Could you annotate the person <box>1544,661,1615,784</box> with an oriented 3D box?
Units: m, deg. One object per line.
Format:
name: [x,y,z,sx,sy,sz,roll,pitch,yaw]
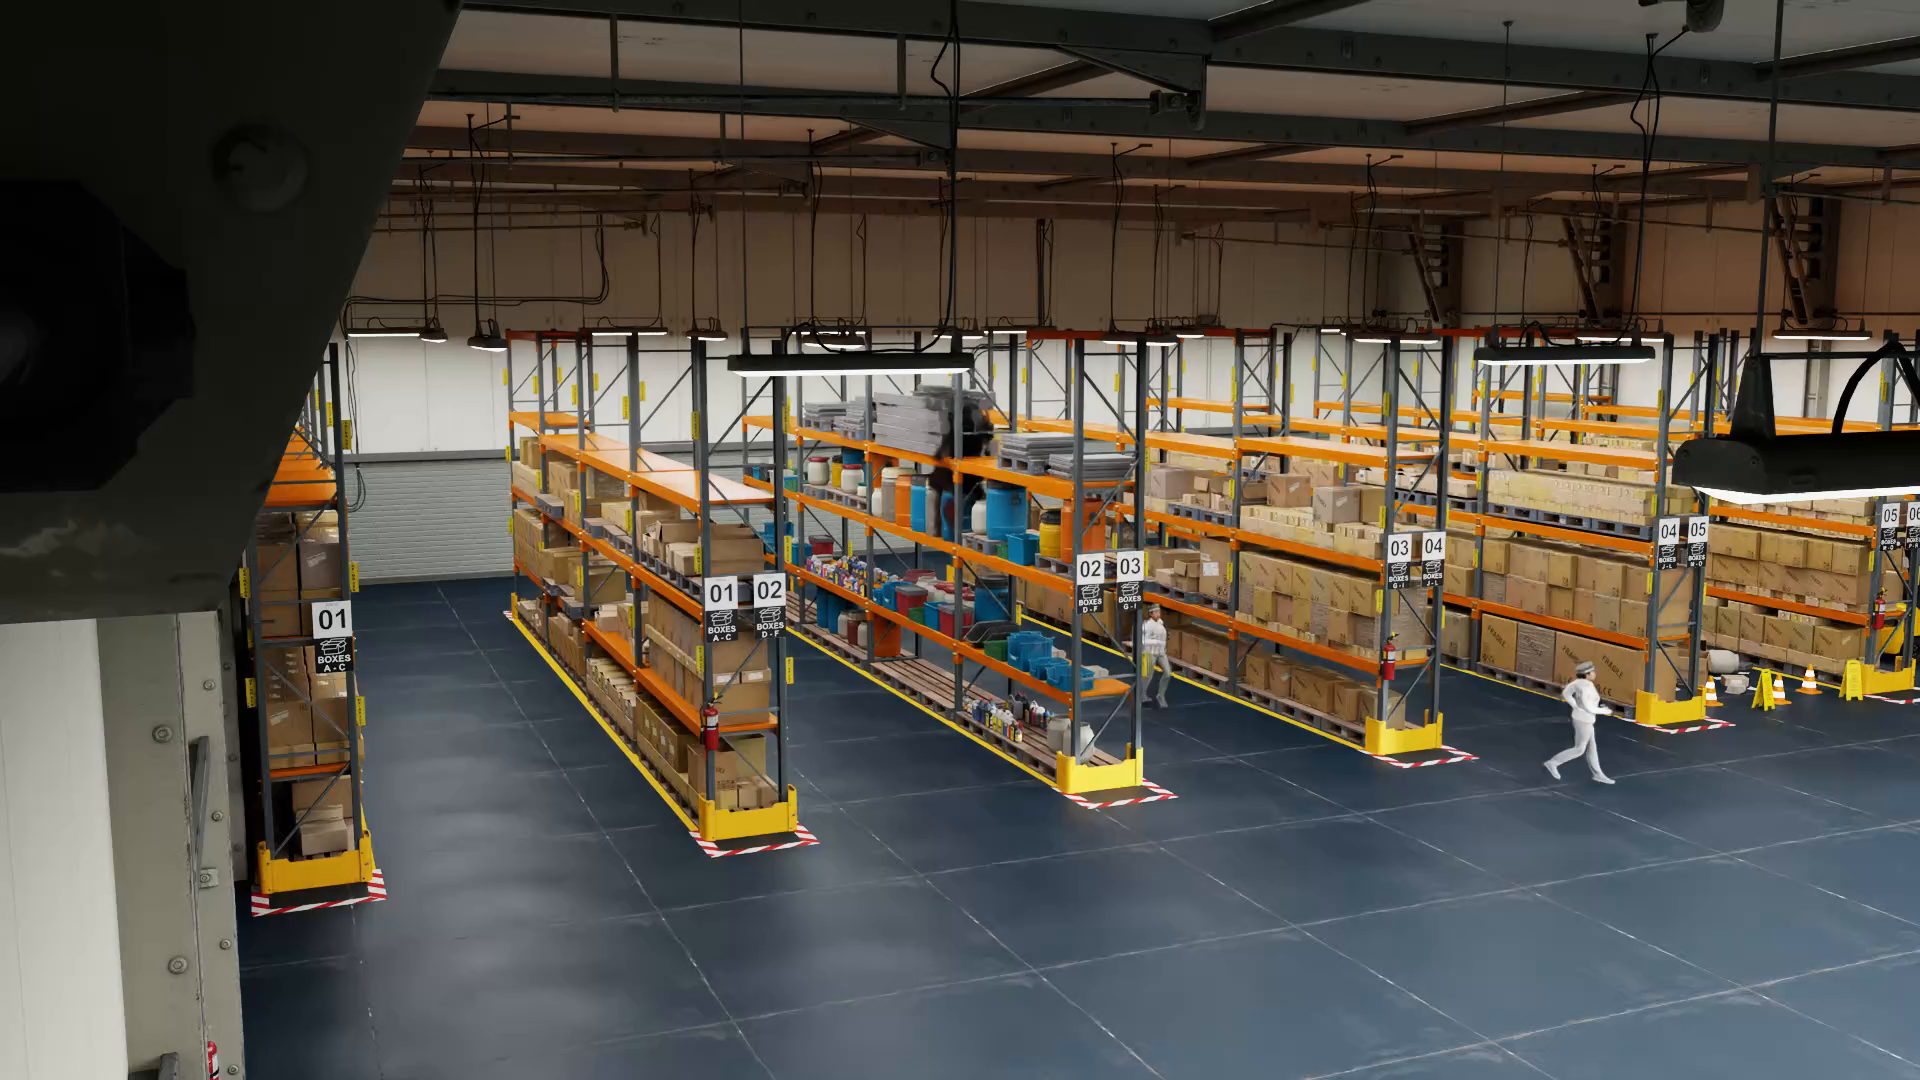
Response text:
person: [8.350,2.452,22.327,0.941,1.686,0.632,1,8,9]

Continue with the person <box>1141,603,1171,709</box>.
person: [3.143,1.869,26.818,0.590,1.732,0.726,-5,9,-31]

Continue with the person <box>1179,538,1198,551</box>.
person: [5.588,-0.202,41.661,0.935,1.738,0.719,5,9,35]

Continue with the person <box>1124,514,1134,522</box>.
person: [4.266,-0.163,41.543,0.875,1.781,0.774,-6,10,-37]
